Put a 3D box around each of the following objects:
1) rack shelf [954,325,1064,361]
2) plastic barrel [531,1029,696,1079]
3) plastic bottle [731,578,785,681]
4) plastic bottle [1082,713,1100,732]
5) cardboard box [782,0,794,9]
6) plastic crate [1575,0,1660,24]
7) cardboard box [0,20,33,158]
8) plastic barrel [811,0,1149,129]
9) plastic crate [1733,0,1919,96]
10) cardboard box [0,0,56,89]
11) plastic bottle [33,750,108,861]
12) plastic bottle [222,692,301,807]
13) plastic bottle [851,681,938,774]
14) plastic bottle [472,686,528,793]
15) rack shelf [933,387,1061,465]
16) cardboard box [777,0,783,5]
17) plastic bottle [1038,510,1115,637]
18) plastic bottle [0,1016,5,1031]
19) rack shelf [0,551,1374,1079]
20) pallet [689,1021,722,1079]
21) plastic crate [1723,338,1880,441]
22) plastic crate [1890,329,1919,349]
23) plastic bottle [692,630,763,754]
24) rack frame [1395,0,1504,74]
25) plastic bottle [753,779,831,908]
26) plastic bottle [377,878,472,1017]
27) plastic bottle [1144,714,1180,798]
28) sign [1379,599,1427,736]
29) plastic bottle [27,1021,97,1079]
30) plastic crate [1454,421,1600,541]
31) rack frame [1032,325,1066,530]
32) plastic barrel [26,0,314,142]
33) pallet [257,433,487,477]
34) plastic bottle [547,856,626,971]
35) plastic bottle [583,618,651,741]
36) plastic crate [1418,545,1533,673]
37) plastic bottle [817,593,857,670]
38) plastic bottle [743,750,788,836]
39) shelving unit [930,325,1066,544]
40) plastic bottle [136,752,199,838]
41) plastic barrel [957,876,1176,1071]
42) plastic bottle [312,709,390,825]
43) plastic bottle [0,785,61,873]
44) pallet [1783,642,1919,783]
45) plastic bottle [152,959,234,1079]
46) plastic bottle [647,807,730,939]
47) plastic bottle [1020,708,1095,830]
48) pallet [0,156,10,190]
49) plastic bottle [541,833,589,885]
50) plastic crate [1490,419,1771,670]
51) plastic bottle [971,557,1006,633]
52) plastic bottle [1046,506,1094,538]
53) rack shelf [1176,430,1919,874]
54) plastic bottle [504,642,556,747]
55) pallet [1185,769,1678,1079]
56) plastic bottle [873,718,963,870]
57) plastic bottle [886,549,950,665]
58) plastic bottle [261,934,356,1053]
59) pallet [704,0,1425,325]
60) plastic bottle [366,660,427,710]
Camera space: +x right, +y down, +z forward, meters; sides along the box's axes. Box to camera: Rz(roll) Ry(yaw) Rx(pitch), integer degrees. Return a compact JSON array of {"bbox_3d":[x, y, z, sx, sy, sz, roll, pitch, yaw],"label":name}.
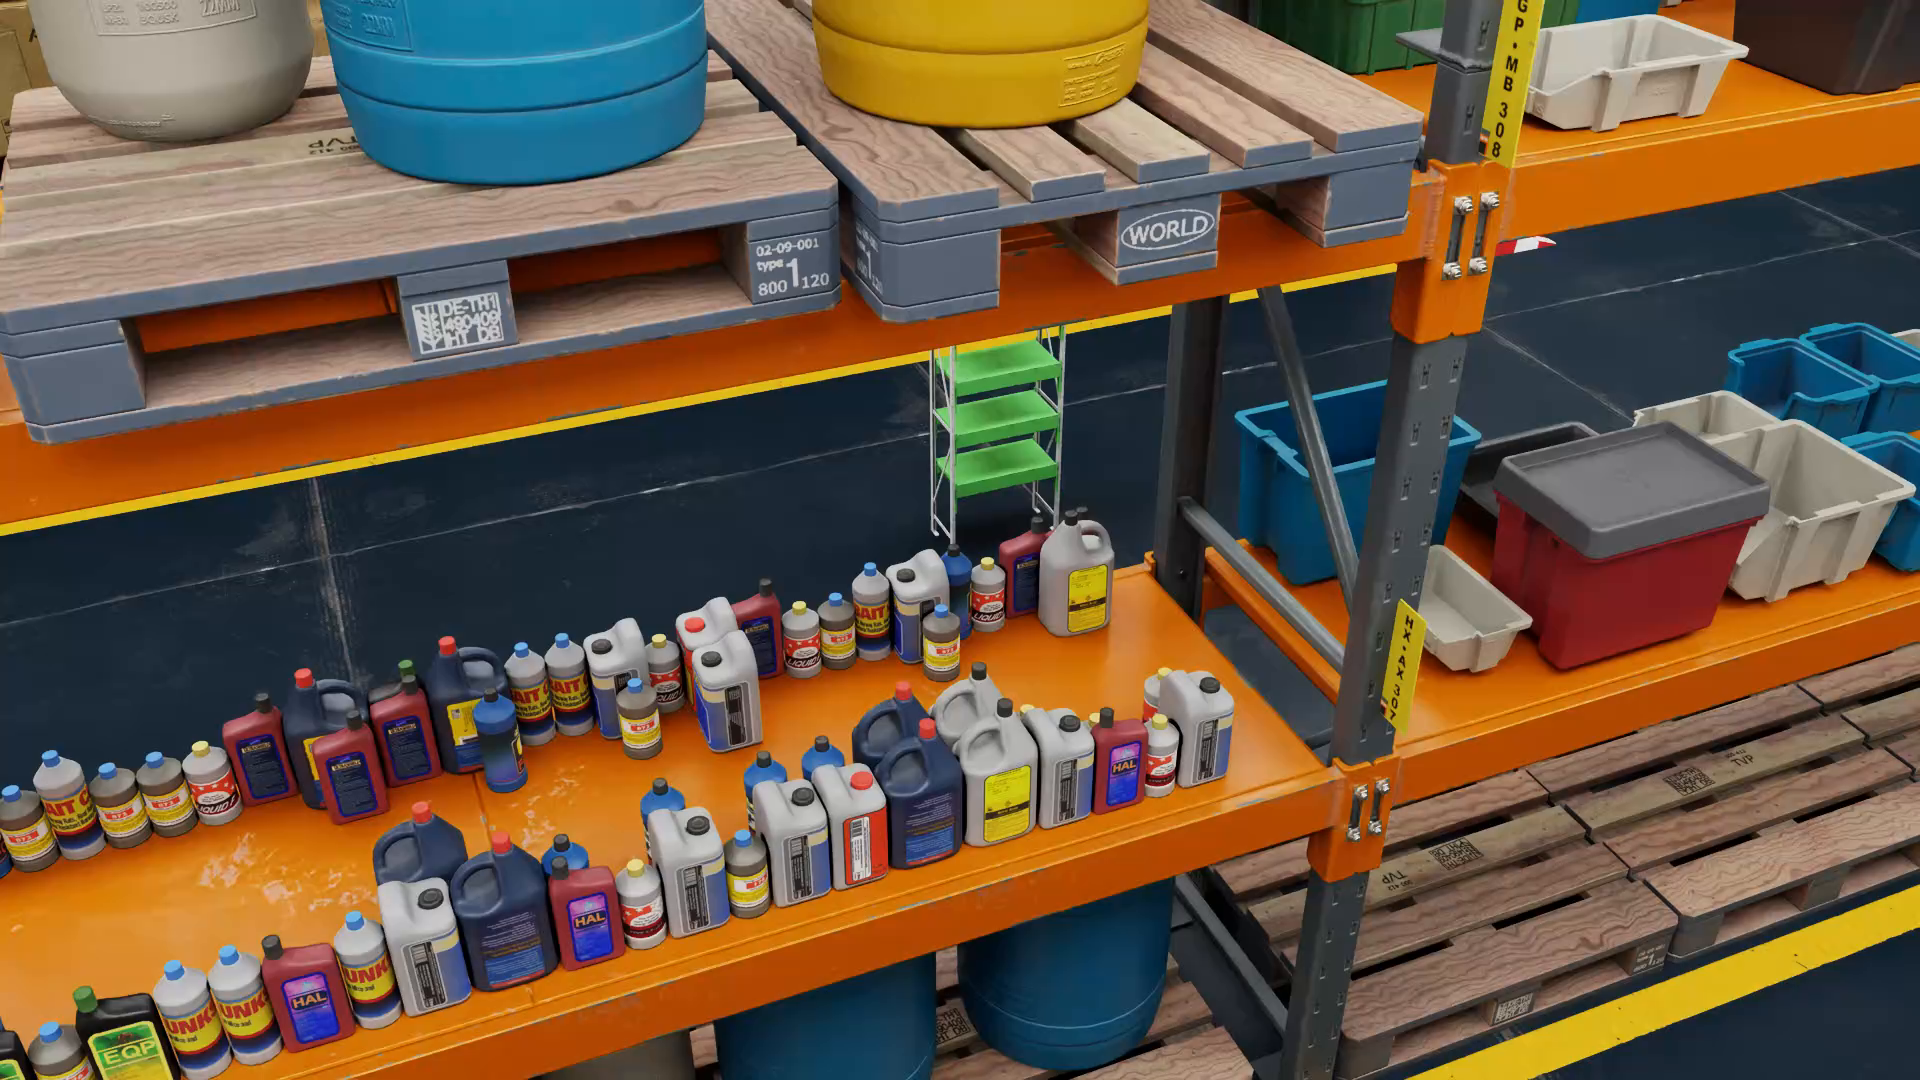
[{"bbox_3d":[0.153,-0.887,6.750,0.480,0.148,0.258,-13,35,-19],"label":"rack shelf"},{"bbox_3d":[-0.918,1.329,4.354,0.421,0.512,0.421,0,33,0],"label":"plastic barrel"},{"bbox_3d":[-0.523,0.231,4.251,0.133,0.283,0.061,-13,35,-19],"label":"plastic bottle"},{"bbox_3d":[0.318,0.497,3.918,0.097,0.201,0.097,0,33,0],"label":"plastic bottle"},{"bbox_3d":[-0.540,-2.372,8.054,0.500,0.500,0.500,-12,35,-18],"label":"cardboard box"},{"bbox_3d":[1.515,-1.408,4.067,0.300,0.233,0.416,-13,35,-19],"label":"plastic crate"},{"bbox_3d":[-4.266,-1.923,6.978,0.500,0.500,0.700,-26,41,-34],"label":"cardboard box"},{"bbox_3d":[0.036,-1.086,2.860,0.600,0.588,0.600,0,33,0],"label":"plastic barrel"},{"bbox_3d":[2.050,-1.195,3.706,0.590,0.269,0.497,-13,35,-19],"label":"plastic crate"},{"bbox_3d":[-5.996,-3.370,11.264,0.750,0.750,0.750,-13,35,-20],"label":"cardboard box"},{"bbox_3d":[-1.996,0.584,3.720,0.097,0.271,0.097,0,33,0],"label":"plastic bottle"},{"bbox_3d":[-1.628,0.484,3.863,0.133,0.283,0.061,-13,35,-19],"label":"plastic bottle"},{"bbox_3d":[-0.148,0.478,3.811,0.185,0.351,0.144,-13,35,-19],"label":"plastic bottle"},{"bbox_3d":[-1.084,0.461,3.909,0.097,0.271,0.097,0,33,0],"label":"plastic bottle"},{"bbox_3d":[0.153,-0.484,7.011,0.480,0.148,0.258,-13,35,-19],"label":"rack shelf"},{"bbox_3d":[-0.754,-2.636,8.459,0.500,0.500,0.500,-12,35,-18],"label":"cardboard box"},{"bbox_3d":[0.311,0.072,4.433,0.185,0.351,0.144,-13,35,-19],"label":"plastic bottle"},{"bbox_3d":[-1.845,0.963,3.138,0.097,0.271,0.097,0,33,0],"label":"plastic bottle"},{"bbox_3d":[-1.045,0.856,3.844,4.000,0.370,1.077,-13,35,-19],"label":"rack shelf"},{"bbox_3d":[-1.055,1.702,4.440,1.213,0.211,1.003,-13,35,-19],"label":"pallet"},{"bbox_3d":[2.641,-0.440,5.274,0.300,0.233,0.416,-13,35,-19],"label":"plastic crate"},{"bbox_3d":[3.178,-0.571,5.564,0.298,0.136,0.250,-13,35,-19],"label":"plastic crate"},{"bbox_3d":[-0.570,0.362,4.057,0.135,0.276,0.152,-13,35,-19],"label":"plastic bottle"},{"bbox_3d":[0.799,-2.383,2.661,0.127,3.000,1.000,-13,35,-19],"label":"rack frame"},{"bbox_3d":[-0.365,0.642,3.627,0.135,0.276,0.152,-13,35,-19],"label":"plastic bottle"},{"bbox_3d":[-1.087,0.807,3.373,0.135,0.276,0.152,-13,35,-19],"label":"plastic bottle"},{"bbox_3d":[0.464,0.499,3.915,0.097,0.201,0.097,0,33,0],"label":"plastic bottle"},{"bbox_3d":[1.010,0.293,3.796,0.005,0.325,0.100,-13,35,-19],"label":"sign"},{"bbox_3d":[-1.698,0.994,3.154,0.097,0.201,0.097,0,33,0],"label":"plastic bottle"},{"bbox_3d":[1.727,-0.149,4.926,0.590,0.125,0.437,-13,35,-19],"label":"plastic crate"},{"bbox_3d":[0.378,-0.589,7.056,0.015,1.200,0.240,-13,35,-19],"label":"rack frame"},{"bbox_3d":[-1.313,-0.964,2.721,0.433,0.535,0.433,0,33,0],"label":"plastic barrel"},{"bbox_3d":[-2.977,-0.740,8.194,1.213,0.211,1.003,-13,35,-19],"label":"pallet"},{"bbox_3d":[-0.775,0.759,3.440,0.133,0.283,0.061,-13,35,-19],"label":"plastic bottle"},{"bbox_3d":[-0.843,0.335,4.099,0.135,0.276,0.152,-13,35,-19],"label":"plastic bottle"},{"bbox_3d":[1.283,0.191,4.393,0.243,0.136,0.396,-13,35,-19],"label":"plastic crate"},{"bbox_3d":[-0.320,0.230,4.328,0.097,0.201,0.097,0,33,0],"label":"plastic bottle"},{"bbox_3d":[-0.431,0.585,3.719,0.097,0.271,0.097,0,33,0],"label":"plastic bottle"},{"bbox_3d":[0.153,-0.538,6.976,0.503,1.200,0.258,-13,35,-19],"label":"shelving unit"},{"bbox_3d":[-1.817,0.573,3.802,0.097,0.201,0.097,0,33,0],"label":"plastic bottle"},{"bbox_3d":[0.290,0.942,4.591,0.708,0.901,0.600,-13,35,-19],"label":"plastic barrel"},{"bbox_3d":[-1.401,0.518,3.811,0.133,0.283,0.061,-13,35,-19],"label":"plastic bottle"},{"bbox_3d":[-2.086,0.634,3.707,0.097,0.201,0.097,0,33,0],"label":"plastic bottle"},{"bbox_3d":[3.711,0.611,6.118,1.213,0.211,1.003,-13,35,-19],"label":"pallet"},{"bbox_3d":[-1.485,0.916,3.209,0.097,0.271,0.097,0,33,0],"label":"plastic bottle"},{"bbox_3d":[-0.579,0.691,3.552,0.135,0.276,0.152,-13,35,-19],"label":"plastic bottle"},{"bbox_3d":[0.224,0.507,3.834,0.135,0.276,0.152,-13,35,-19],"label":"plastic bottle"},{"bbox_3d":[-4.206,-1.613,7.155,1.003,0.211,1.213,-13,35,-19],"label":"pallet"},{"bbox_3d":[-0.822,0.728,3.498,0.097,0.271,0.097,0,33,0],"label":"plastic bottle"},{"bbox_3d":[1.719,0.018,4.359,0.583,0.464,0.402,-13,35,-19],"label":"plastic crate"},{"bbox_3d":[0.073,0.140,4.467,0.097,0.201,0.097,0,33,0],"label":"plastic bottle"},{"bbox_3d":[0.295,0.044,4.539,0.133,0.283,0.061,-13,35,-19],"label":"plastic bottle"},{"bbox_3d":[2.643,0.011,5.142,4.000,0.370,1.077,-13,35,-19],"label":"rack shelf"},{"bbox_3d":[-1.050,0.368,4.052,0.097,0.271,0.097,0,33,0],"label":"plastic bottle"},{"bbox_3d":[1.462,1.126,5.326,1.213,0.211,1.003,-13,35,-19],"label":"pallet"},{"bbox_3d":[-0.093,0.550,3.699,0.185,0.351,0.144,-13,35,-19],"label":"plastic bottle"},{"bbox_3d":[-0.113,0.167,4.356,0.135,0.276,0.152,-13,35,-19],"label":"plastic bottle"},{"bbox_3d":[-1.282,0.876,3.261,0.133,0.283,0.061,-13,35,-19],"label":"plastic bottle"},{"bbox_3d":[0.114,-0.832,3.200,1.003,0.211,1.213,-13,35,-19],"label":"pallet"},{"bbox_3d":[-1.334,0.417,3.966,0.133,0.283,0.061,-13,35,-19],"label":"plastic bottle"}]
